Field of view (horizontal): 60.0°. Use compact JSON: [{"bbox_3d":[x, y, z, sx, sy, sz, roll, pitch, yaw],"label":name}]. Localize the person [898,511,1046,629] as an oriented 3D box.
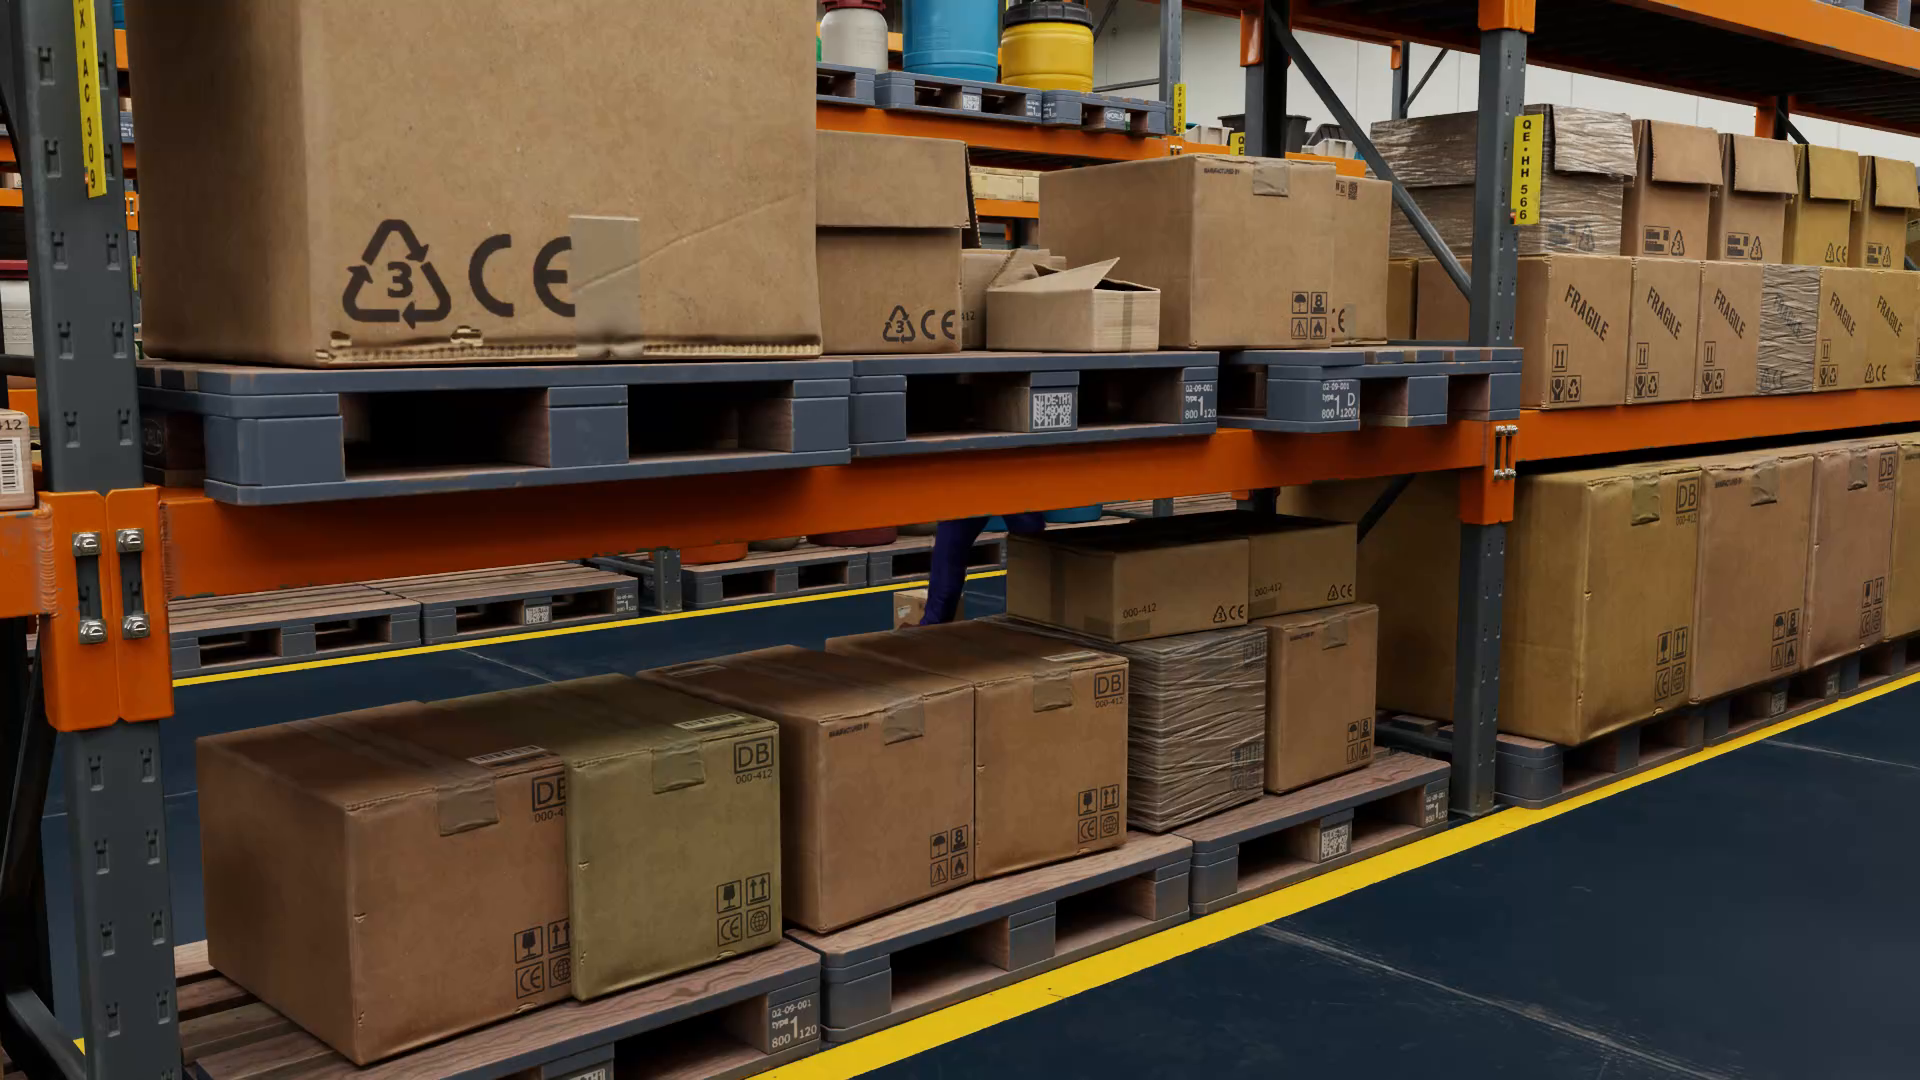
[{"bbox_3d":[0.155,-0.264,7.851,0.646,1.607,0.858,-4,8,-27],"label":"person"}]
